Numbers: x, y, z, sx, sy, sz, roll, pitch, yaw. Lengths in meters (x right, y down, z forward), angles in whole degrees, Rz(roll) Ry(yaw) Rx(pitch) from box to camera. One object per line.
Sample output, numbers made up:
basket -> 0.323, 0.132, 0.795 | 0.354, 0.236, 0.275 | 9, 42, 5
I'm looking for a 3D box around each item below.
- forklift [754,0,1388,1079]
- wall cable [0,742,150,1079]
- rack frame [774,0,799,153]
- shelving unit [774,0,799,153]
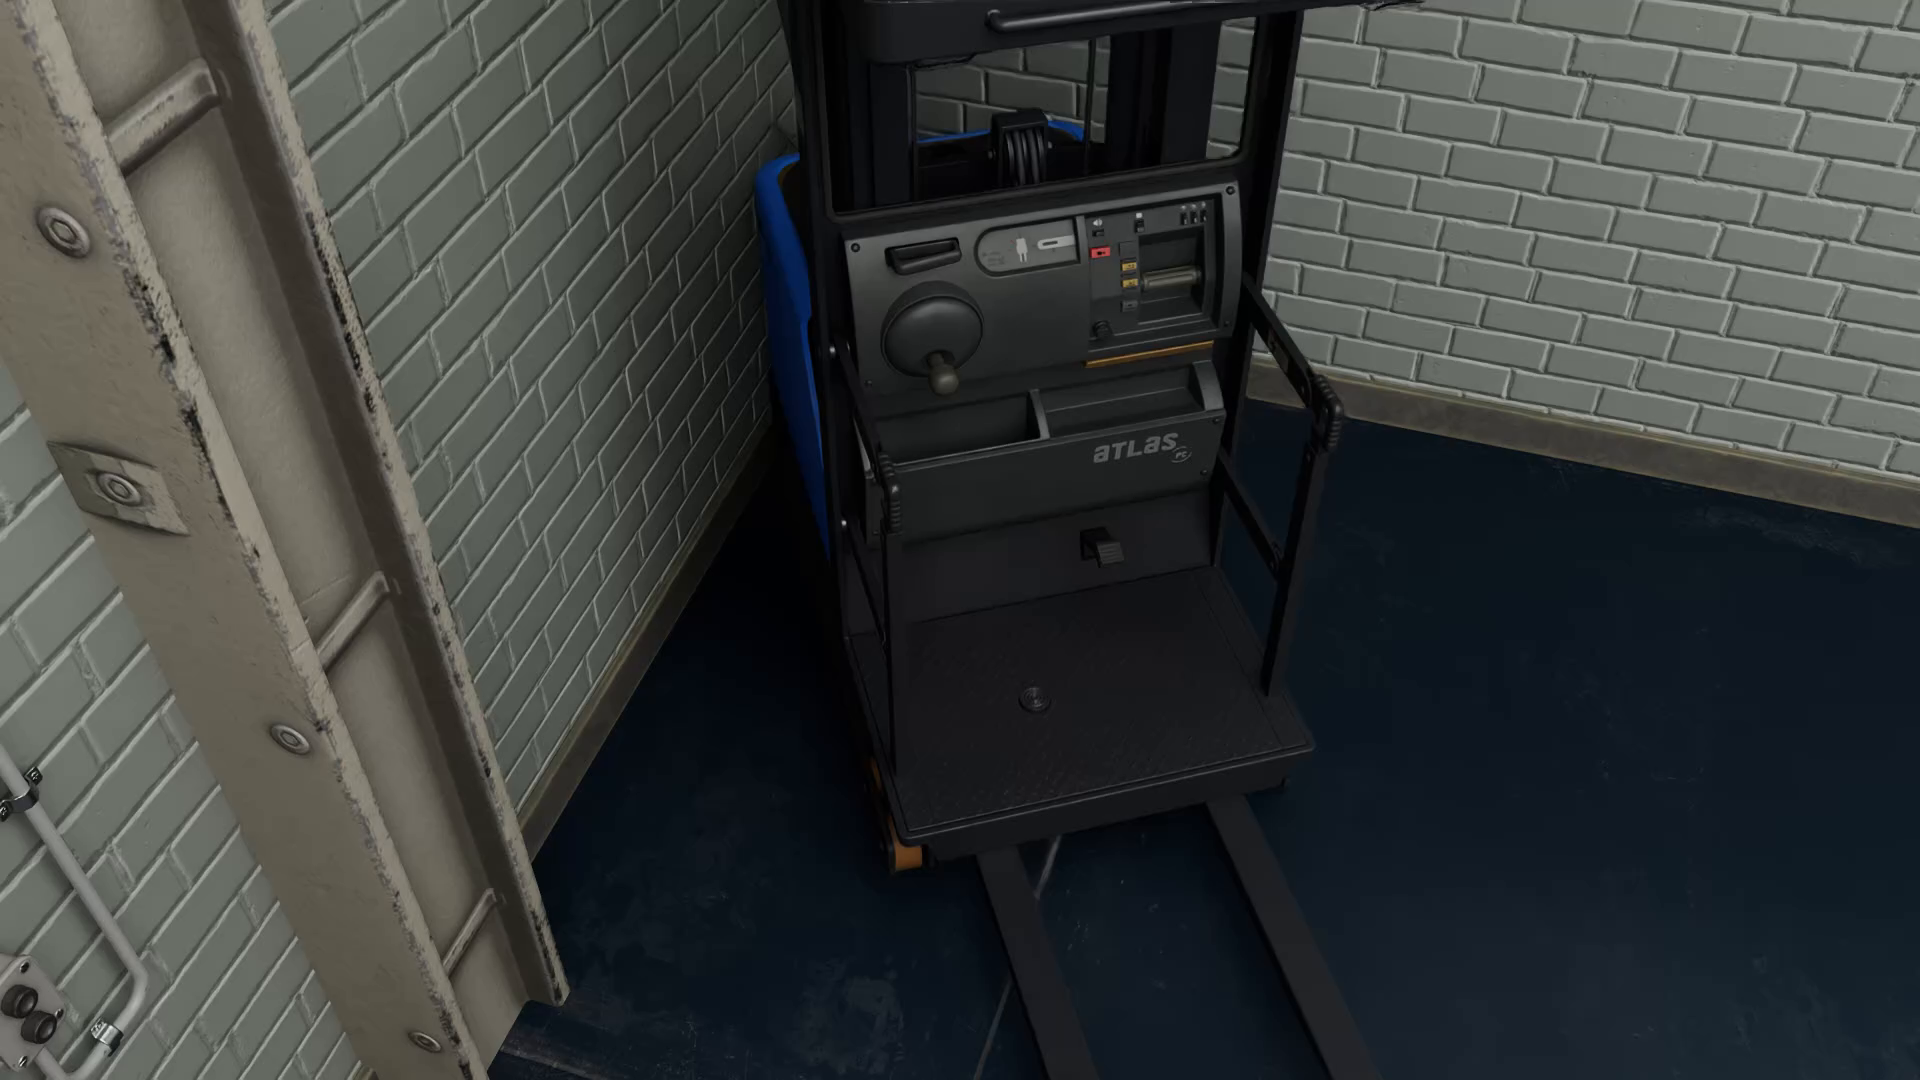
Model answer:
forklift -> 0.259, -0.489, 3.654 | 1.130, 2.935, 3.031 | -11, 45, -11
wall cable -> -1.675, 0.702, 1.662 | 0.084, 1.984, 1.851 | 13, 46, 13
rack frame -> -0.563, -1.072, 5.143 | 0.500, 1.500, 0.032 | 14, 40, 36
shelving unit -> -0.265, -1.337, 5.459 | 0.538, 1.500, 1.048 | 14, 40, 36
